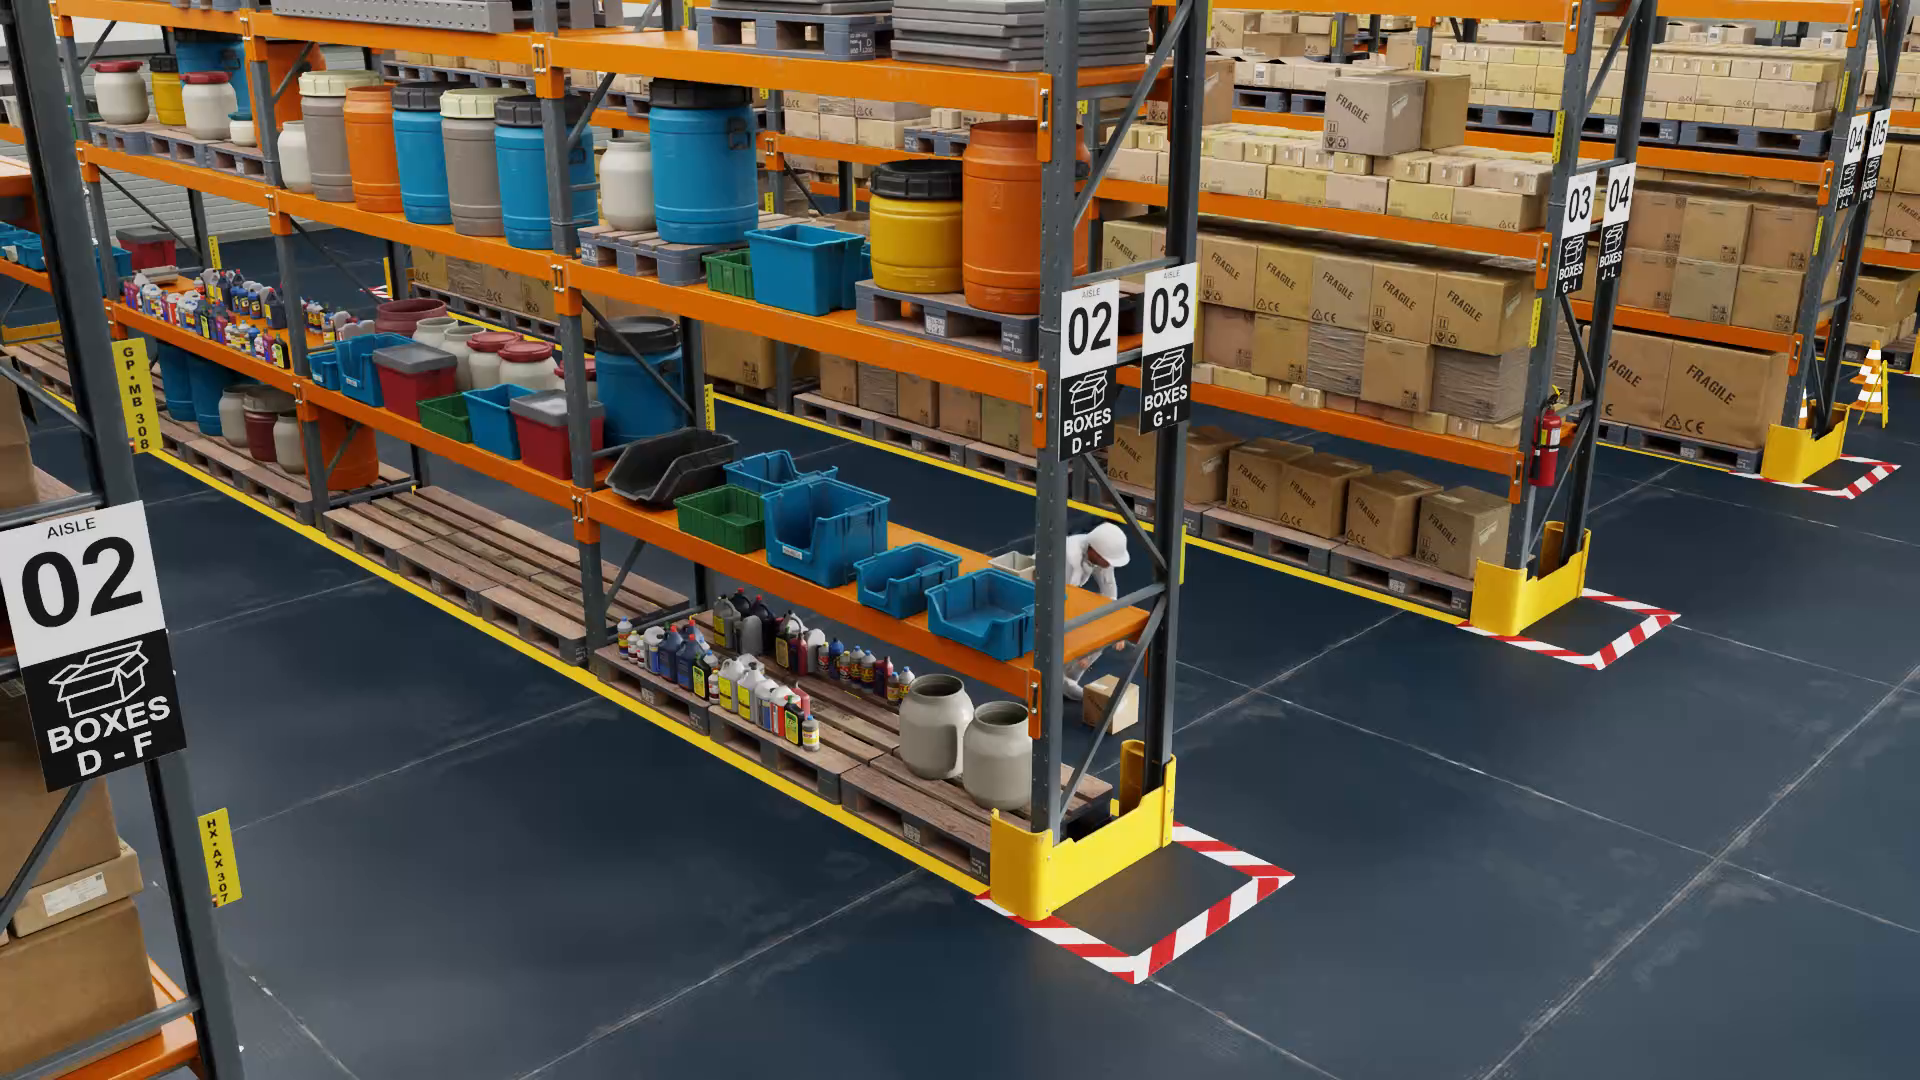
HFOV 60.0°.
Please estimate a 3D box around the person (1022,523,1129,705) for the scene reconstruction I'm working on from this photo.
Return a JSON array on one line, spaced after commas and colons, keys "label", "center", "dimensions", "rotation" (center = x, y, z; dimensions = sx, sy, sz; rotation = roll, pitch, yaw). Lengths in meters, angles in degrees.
[{"label": "person", "center": [0.696, 0.441, 10.540], "dimensions": [0.823, 1.299, 0.585], "rotation": [19, 28, 41]}]
